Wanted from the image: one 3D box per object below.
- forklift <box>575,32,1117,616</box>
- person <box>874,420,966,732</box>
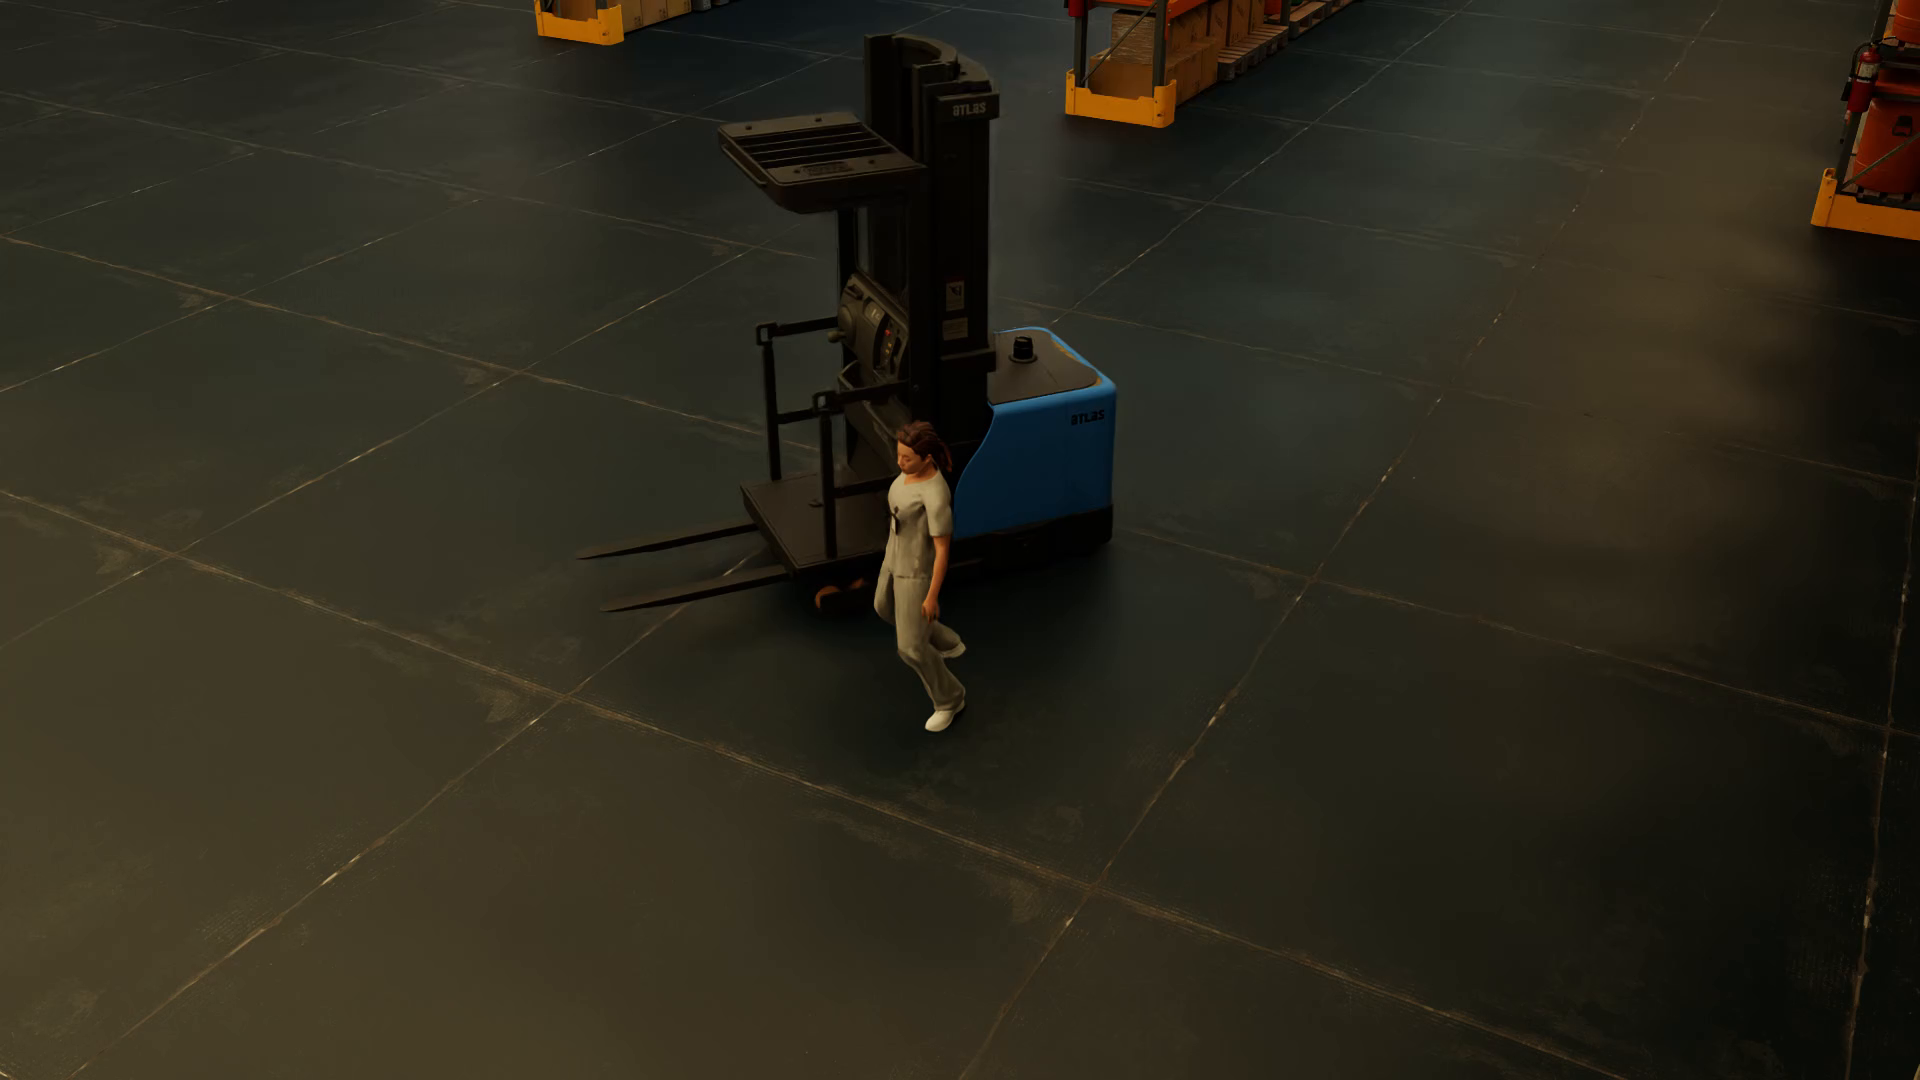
[{"bbox_3d":[-0.659,-1.146,9.056,3.031,2.935,1.130,-12,32,-20],"label":"forklift"},{"bbox_3d":[-0.169,0.084,8.265,0.484,1.599,0.780,-7,31,-13],"label":"person"}]
